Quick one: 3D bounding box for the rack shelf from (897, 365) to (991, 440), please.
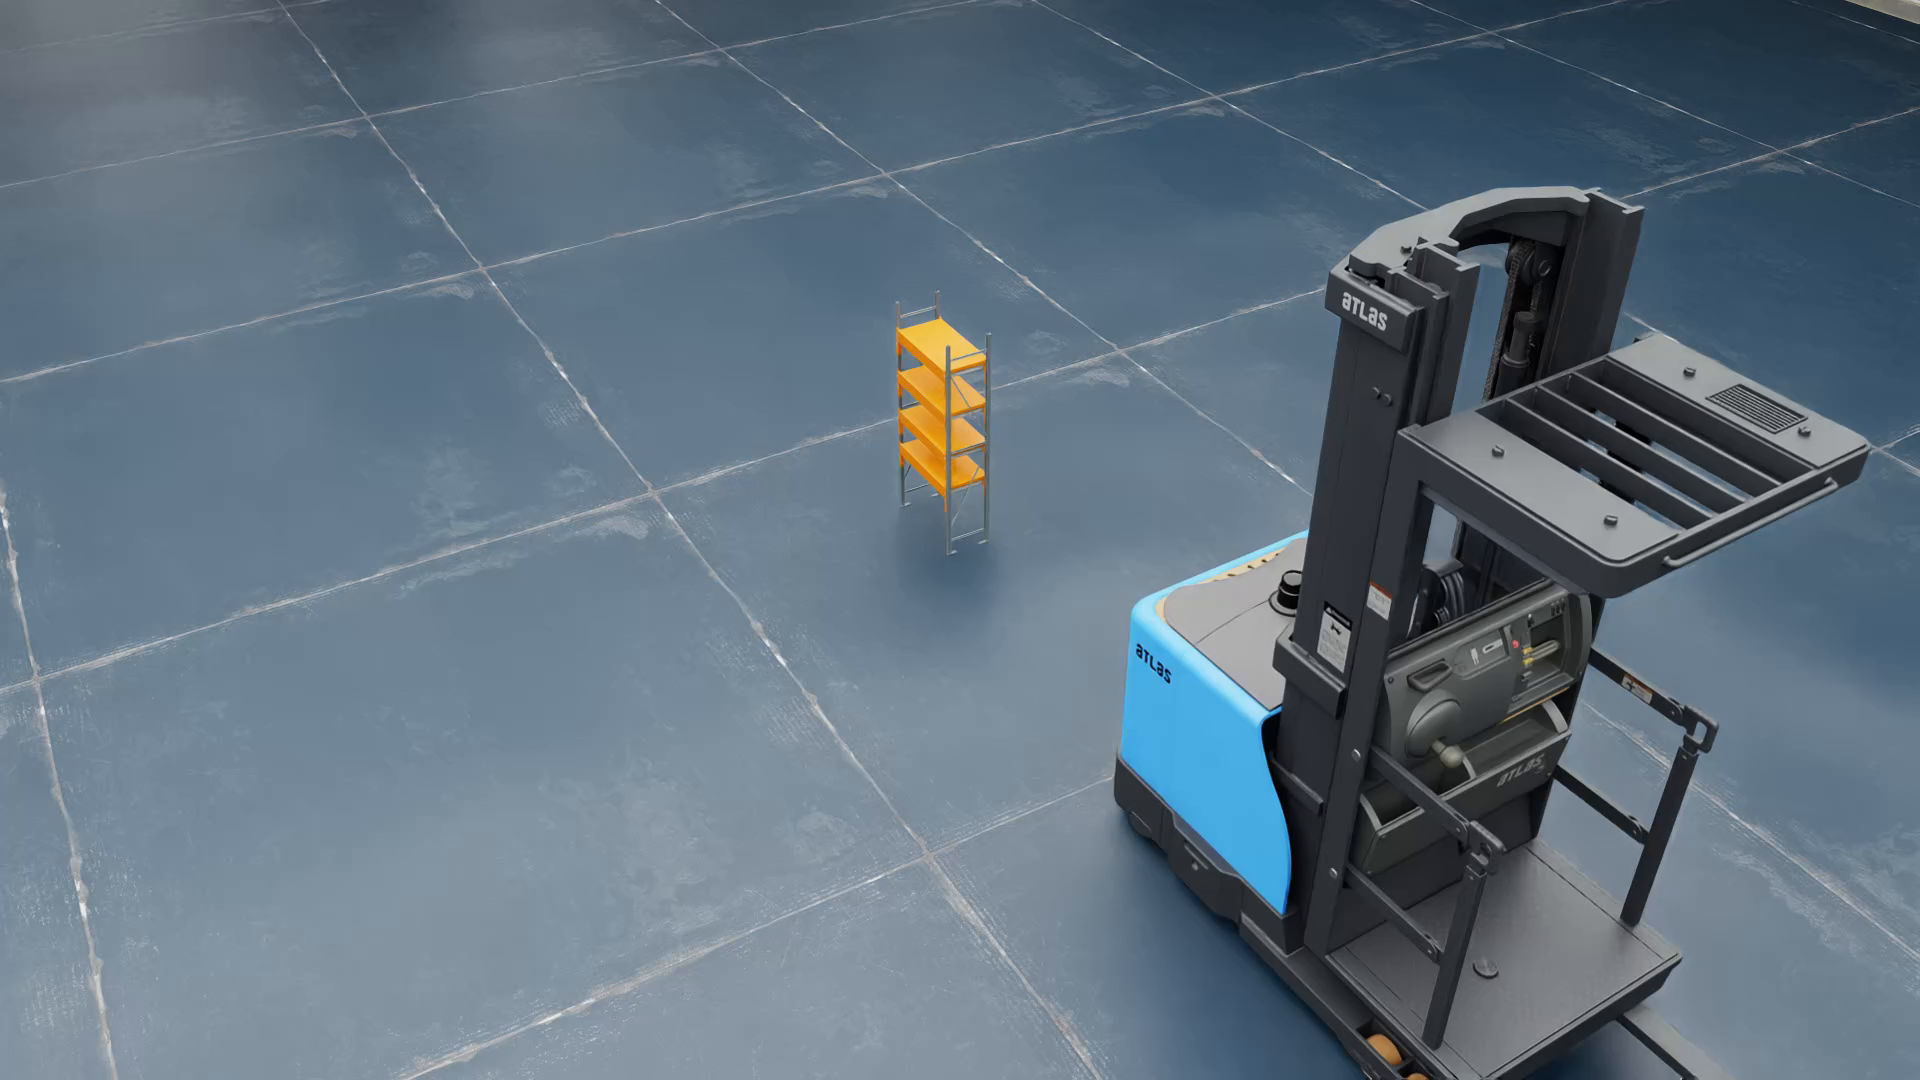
[{"bbox_3d":[-0.083,-0.695,8.147,0.258,0.148,0.480,-19,40,-24],"label":"rack shelf"}]

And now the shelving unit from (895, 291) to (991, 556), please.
[{"bbox_3d":[-0.083,-0.569,8.239,0.258,1.200,0.503,-19,40,-24],"label":"shelving unit"}]

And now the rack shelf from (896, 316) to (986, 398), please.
[{"bbox_3d":[-0.083,-0.886,8.007,0.258,0.148,0.480,-19,40,-24],"label":"rack shelf"}]

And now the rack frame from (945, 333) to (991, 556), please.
[{"bbox_3d":[0.039,-0.445,8.069,0.240,1.200,0.015,-19,40,-24],"label":"rack frame"}]

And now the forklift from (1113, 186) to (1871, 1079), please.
[{"bbox_3d":[1.850,0.503,5.304,1.130,2.935,3.031,-21,41,-26],"label":"forklift"}]

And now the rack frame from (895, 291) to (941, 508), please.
[{"bbox_3d":[-0.206,-0.693,8.409,0.240,1.200,0.015,-19,40,-24],"label":"rack frame"}]

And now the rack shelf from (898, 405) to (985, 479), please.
[{"bbox_3d":[-0.083,-0.515,8.279,0.258,0.148,0.480,-19,40,-24],"label":"rack shelf"}]

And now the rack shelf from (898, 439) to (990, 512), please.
[{"bbox_3d":[-0.083,-0.354,8.396,0.258,0.148,0.480,-19,40,-24],"label":"rack shelf"}]
